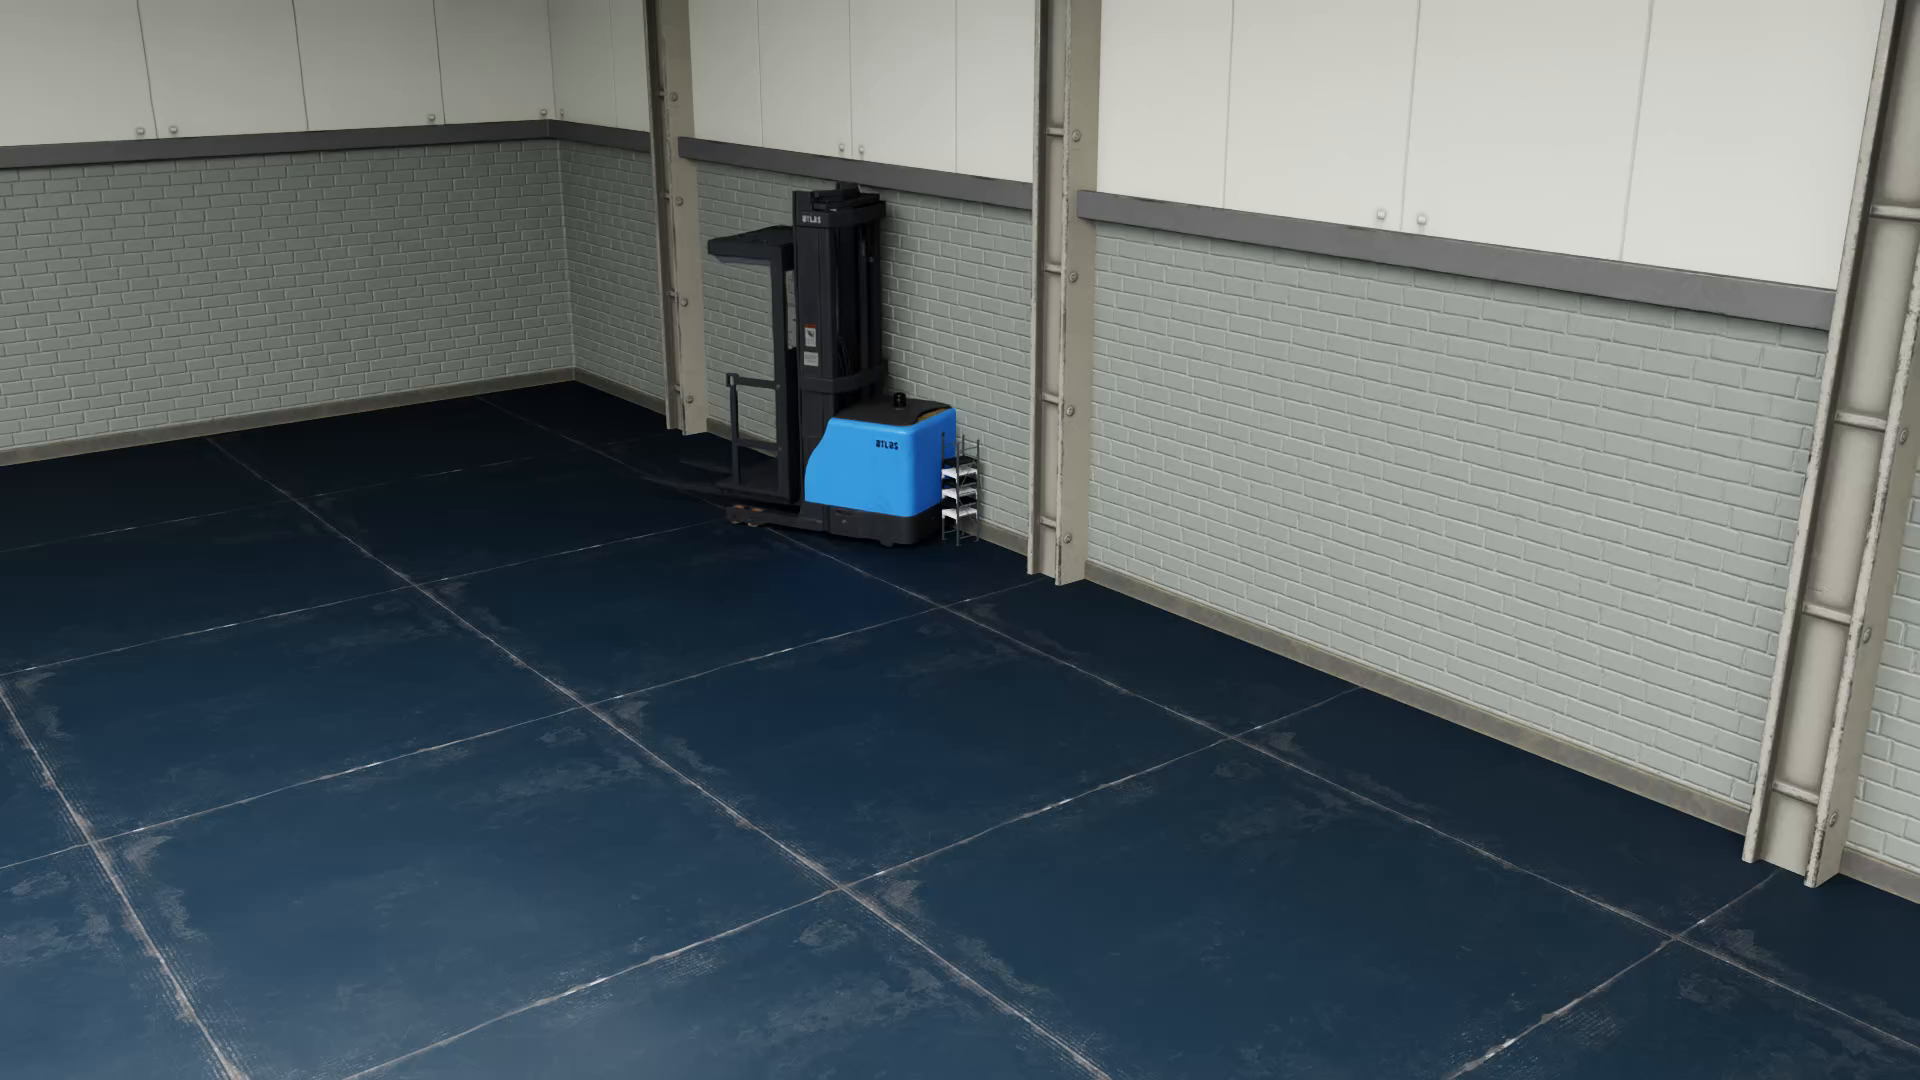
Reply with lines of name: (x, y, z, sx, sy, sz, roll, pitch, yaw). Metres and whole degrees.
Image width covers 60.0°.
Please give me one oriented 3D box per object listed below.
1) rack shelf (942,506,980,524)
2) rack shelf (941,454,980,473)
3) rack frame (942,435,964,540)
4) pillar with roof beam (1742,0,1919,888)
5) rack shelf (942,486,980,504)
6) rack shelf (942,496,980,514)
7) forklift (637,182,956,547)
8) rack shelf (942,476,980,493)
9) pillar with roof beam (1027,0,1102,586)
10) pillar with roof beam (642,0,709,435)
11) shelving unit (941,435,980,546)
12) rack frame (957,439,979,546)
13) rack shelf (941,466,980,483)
rack shelf: (0.005, -0.223, 14.282, 0.258, 0.077, 0.200, -14, 23, -36)
rack shelf: (0.005, -0.650, 14.141, 0.258, 0.077, 0.200, -14, 23, -36)
rack frame: (-0.058, -0.450, 14.291, 0.240, 0.900, 0.006, -14, 23, -36)
pillar with roof beam: (1.139, -1.667, 5.081, 9.100, 9.000, 0.400, -14, 23, -36)
rack shelf: (0.005, -0.394, 14.225, 0.258, 0.077, 0.200, -14, 23, -36)
rack shelf: (0.005, -0.308, 14.254, 0.258, 0.077, 0.200, -14, 23, -36)
forklift: (-1.503, -1.641, 14.656, 3.031, 2.935, 1.130, 9, 21, 26)
rack shelf: (0.005, -0.479, 14.197, 0.258, 0.077, 0.200, -14, 23, -36)
pillar with roof beam: (-2.586, -3.146, 9.546, 9.100, 9.000, 0.400, -14, 23, -36)
pillar with roof beam: (-6.312, -4.624, 14.011, 9.100, 9.000, 0.400, -14, 23, -36)
shelving unit: (0.005, -0.425, 14.215, 0.258, 0.900, 0.210, -14, 23, -36)
rack frame: (0.068, -0.400, 14.139, 0.240, 0.900, 0.006, -14, 23, -36)
rack shelf: (0.005, -0.564, 14.169, 0.258, 0.077, 0.200, -14, 23, -36)
